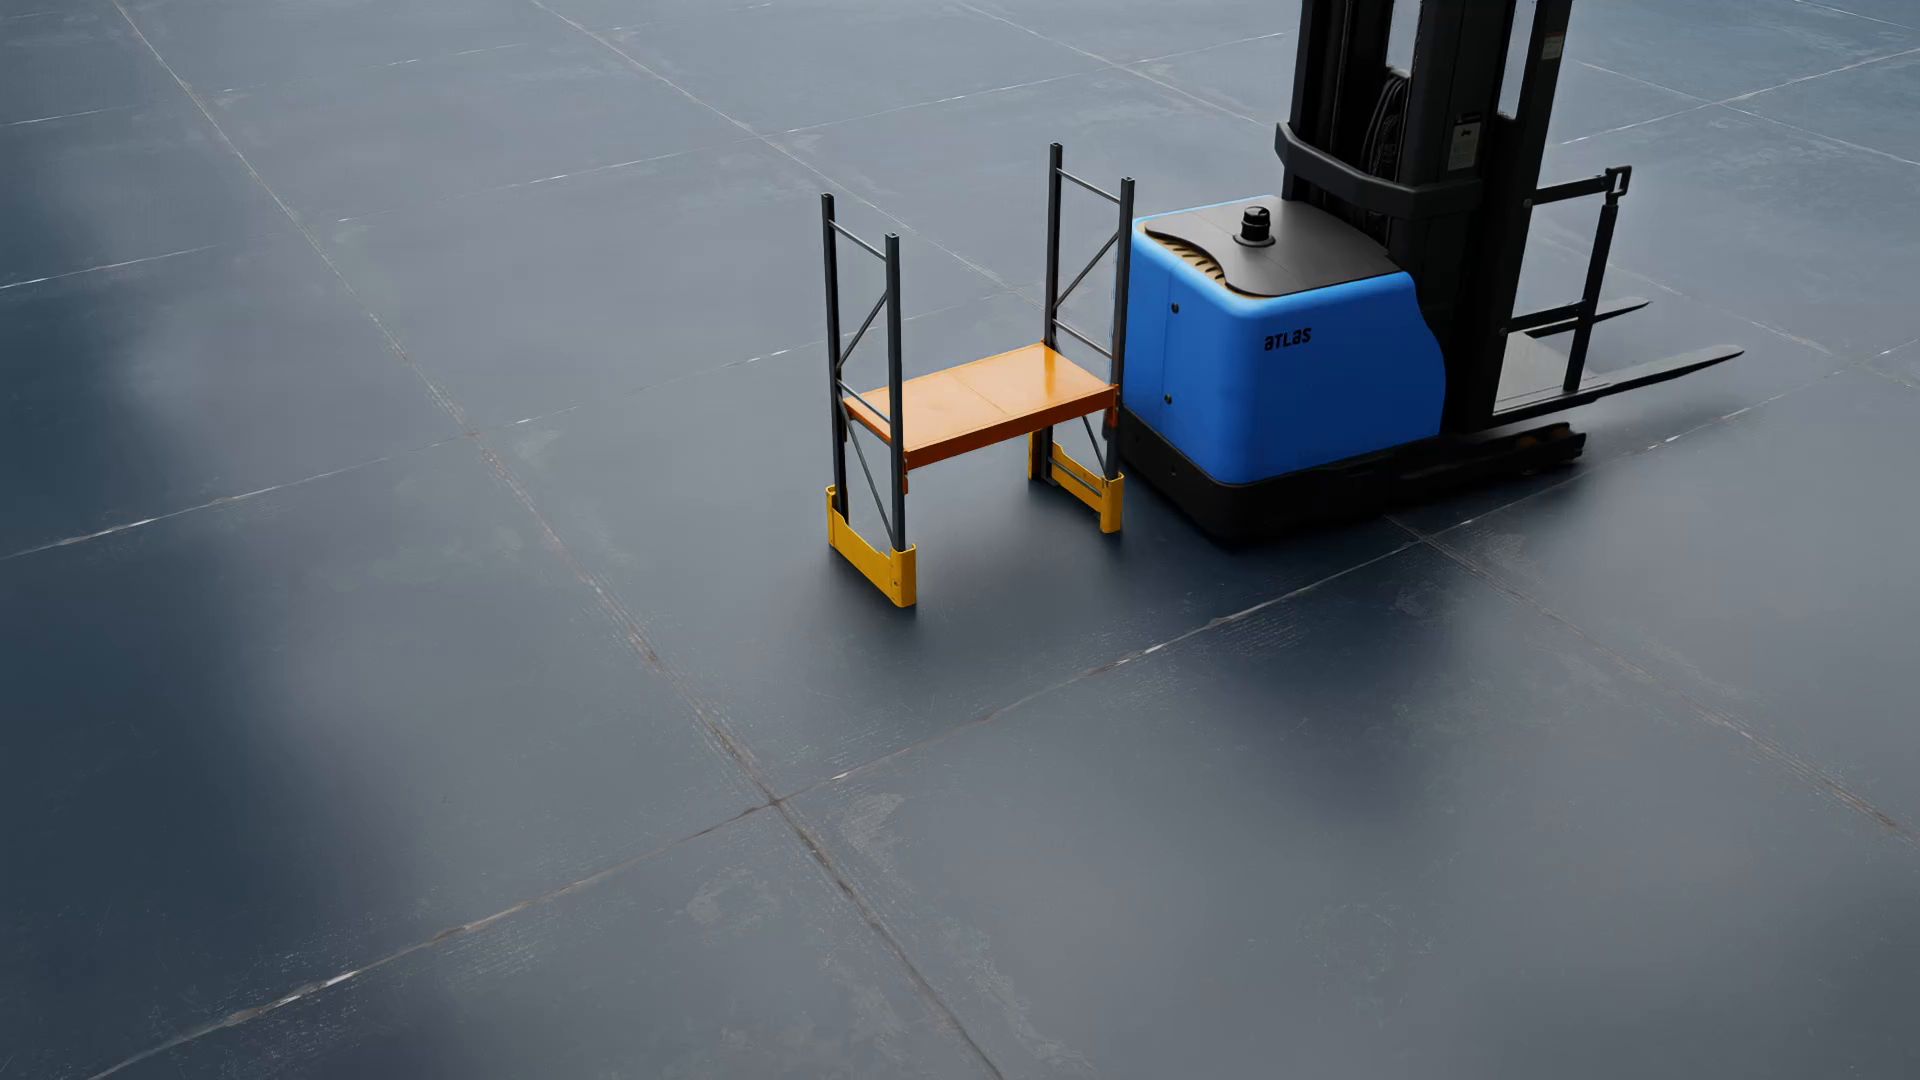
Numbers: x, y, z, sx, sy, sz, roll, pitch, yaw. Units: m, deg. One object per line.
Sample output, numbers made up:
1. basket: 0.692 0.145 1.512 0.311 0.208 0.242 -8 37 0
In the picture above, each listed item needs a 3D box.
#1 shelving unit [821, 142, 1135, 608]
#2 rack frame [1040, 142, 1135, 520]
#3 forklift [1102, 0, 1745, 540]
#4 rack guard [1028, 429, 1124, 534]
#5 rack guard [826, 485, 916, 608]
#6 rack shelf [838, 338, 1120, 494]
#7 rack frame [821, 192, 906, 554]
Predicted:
1. shelving unit: 0.064 -0.656 6.478 1.083 1.500 0.587 -19 37 -27
2. rack frame: 0.499 -0.806 6.715 0.032 1.500 0.500 -19 37 -27
3. forklift: 2.195 -1.765 6.894 3.031 2.935 1.130 -14 35 -21
4. rack guard: 0.483 -0.272 7.040 0.087 0.250 0.587 -19 37 -27
5. rack guard: -0.355 0.016 6.583 0.087 0.250 0.587 -19 37 -27
6. rack shelf: 0.072 -0.507 6.578 1.000 0.185 0.538 -19 37 -27
7. rack frame: -0.356 -0.512 6.249 0.032 1.500 0.500 -19 37 -27
